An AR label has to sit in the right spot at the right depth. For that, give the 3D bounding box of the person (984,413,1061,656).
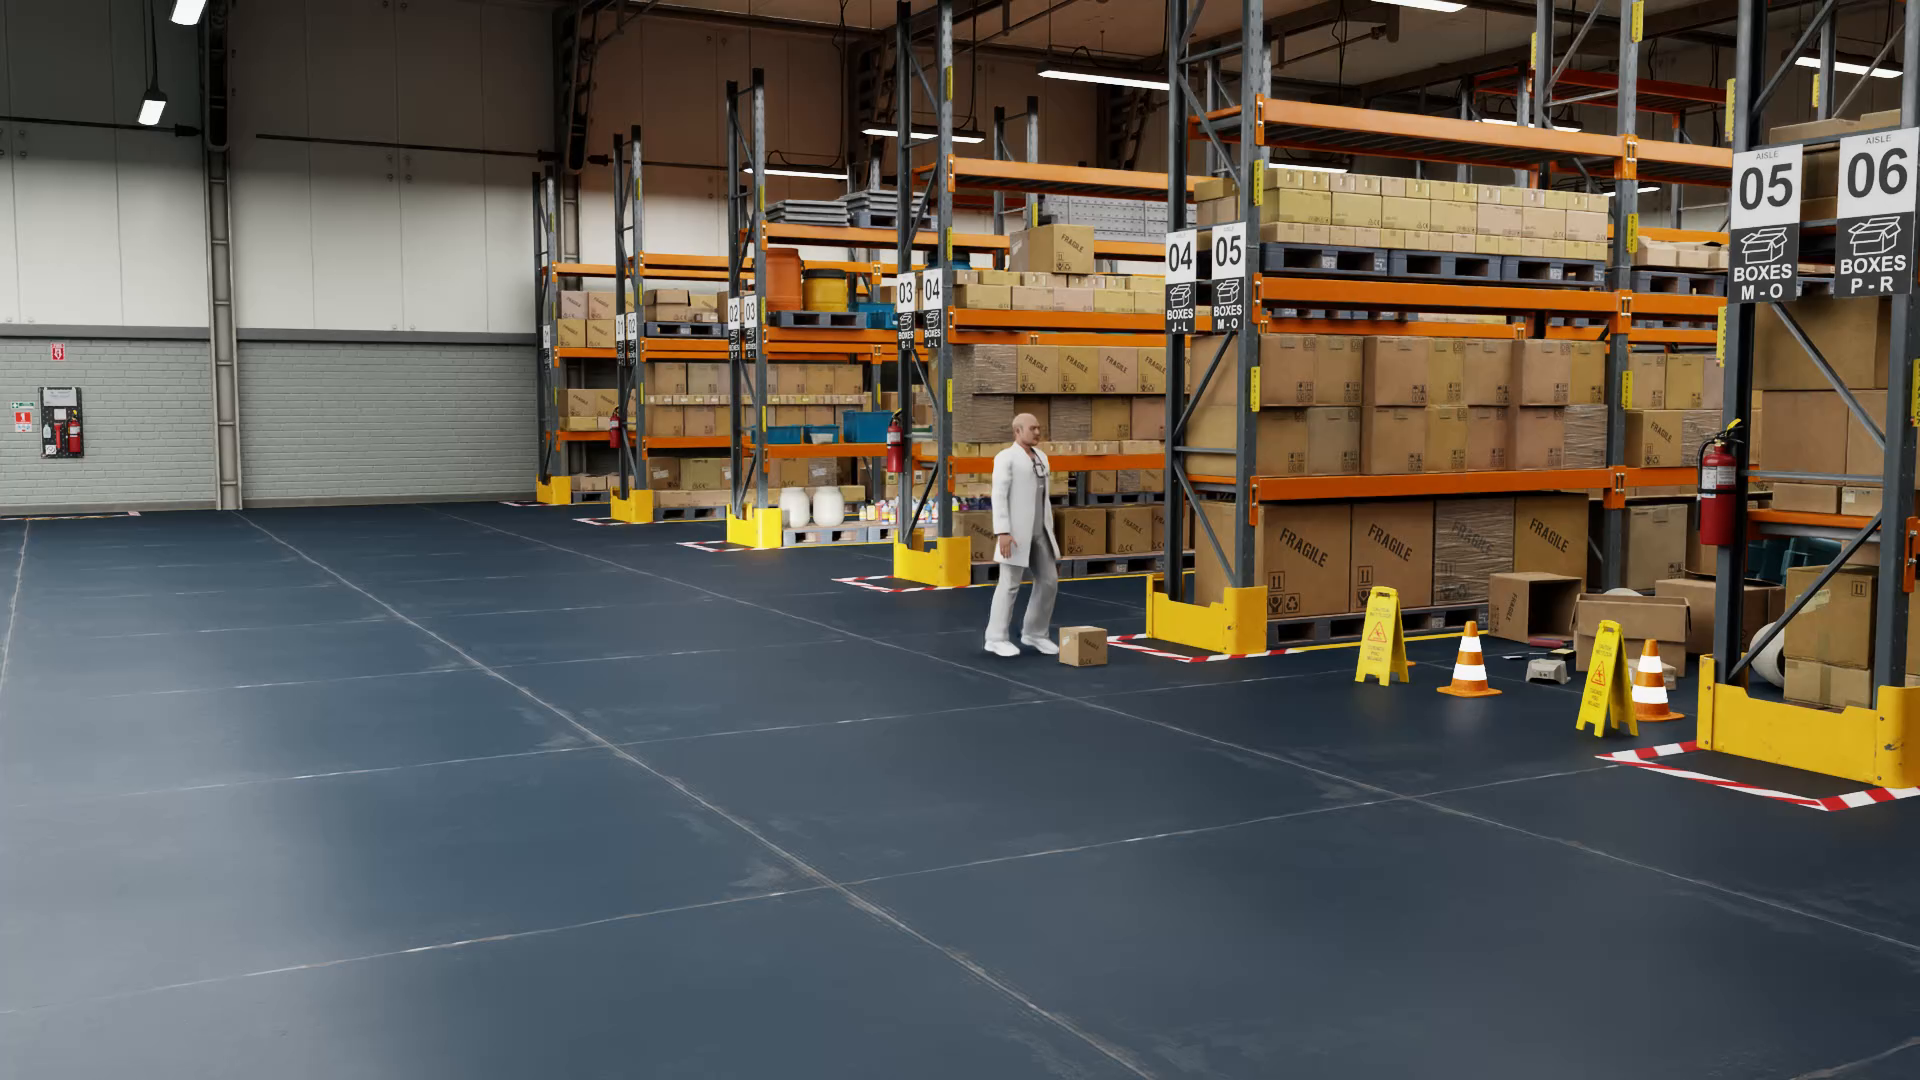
[{"bbox_3d":[0.461,-0.040,12.305,0.455,1.795,0.647,5,7,44],"label":"person"}]
